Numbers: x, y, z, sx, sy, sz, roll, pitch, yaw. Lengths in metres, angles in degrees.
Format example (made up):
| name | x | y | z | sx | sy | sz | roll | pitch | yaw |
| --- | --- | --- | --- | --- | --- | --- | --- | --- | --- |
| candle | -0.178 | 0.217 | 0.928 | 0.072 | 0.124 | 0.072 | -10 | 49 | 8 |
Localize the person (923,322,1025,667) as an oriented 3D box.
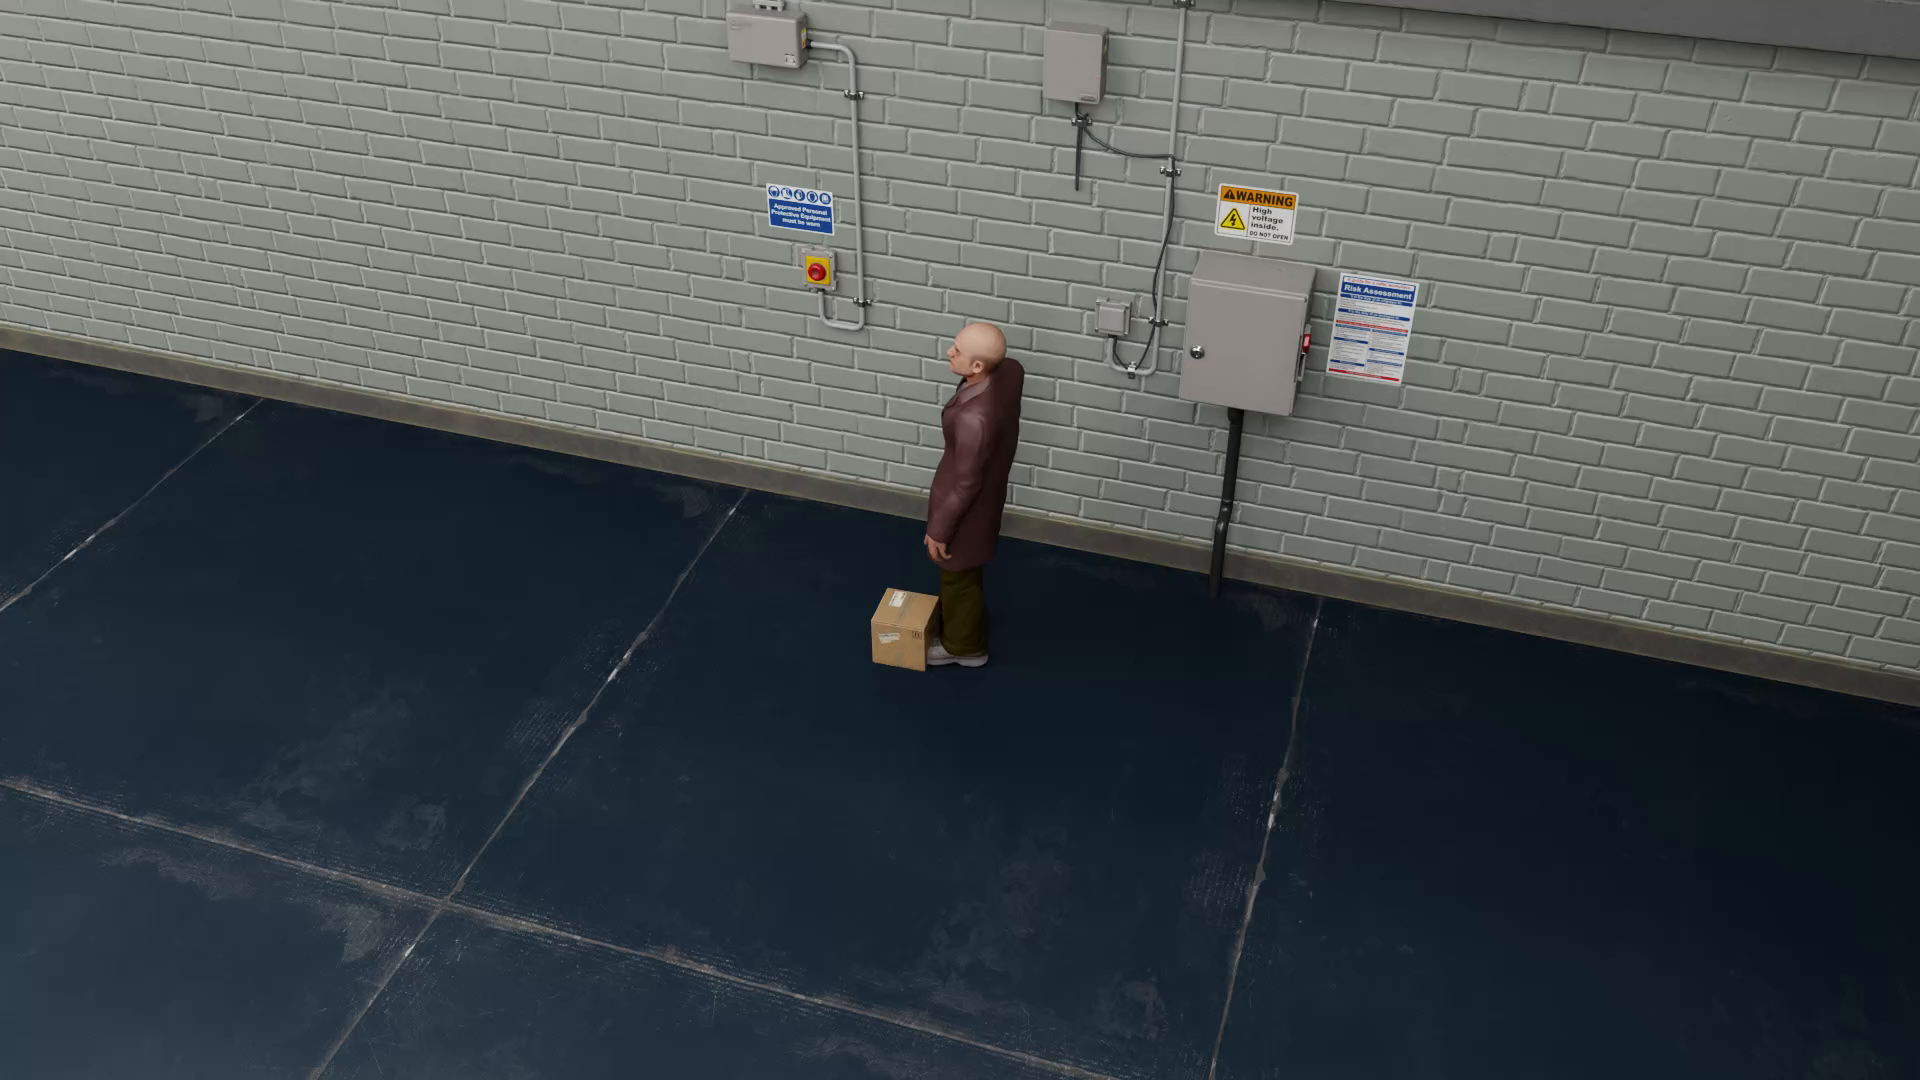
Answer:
| name | x | y | z | sx | sy | sz | roll | pitch | yaw |
| --- | --- | --- | --- | --- | --- | --- | --- | --- | --- |
| person | -0.055 | -0.188 | 7.144 | 0.582 | 1.776 | 0.695 | 11 | 38 | 14 |
